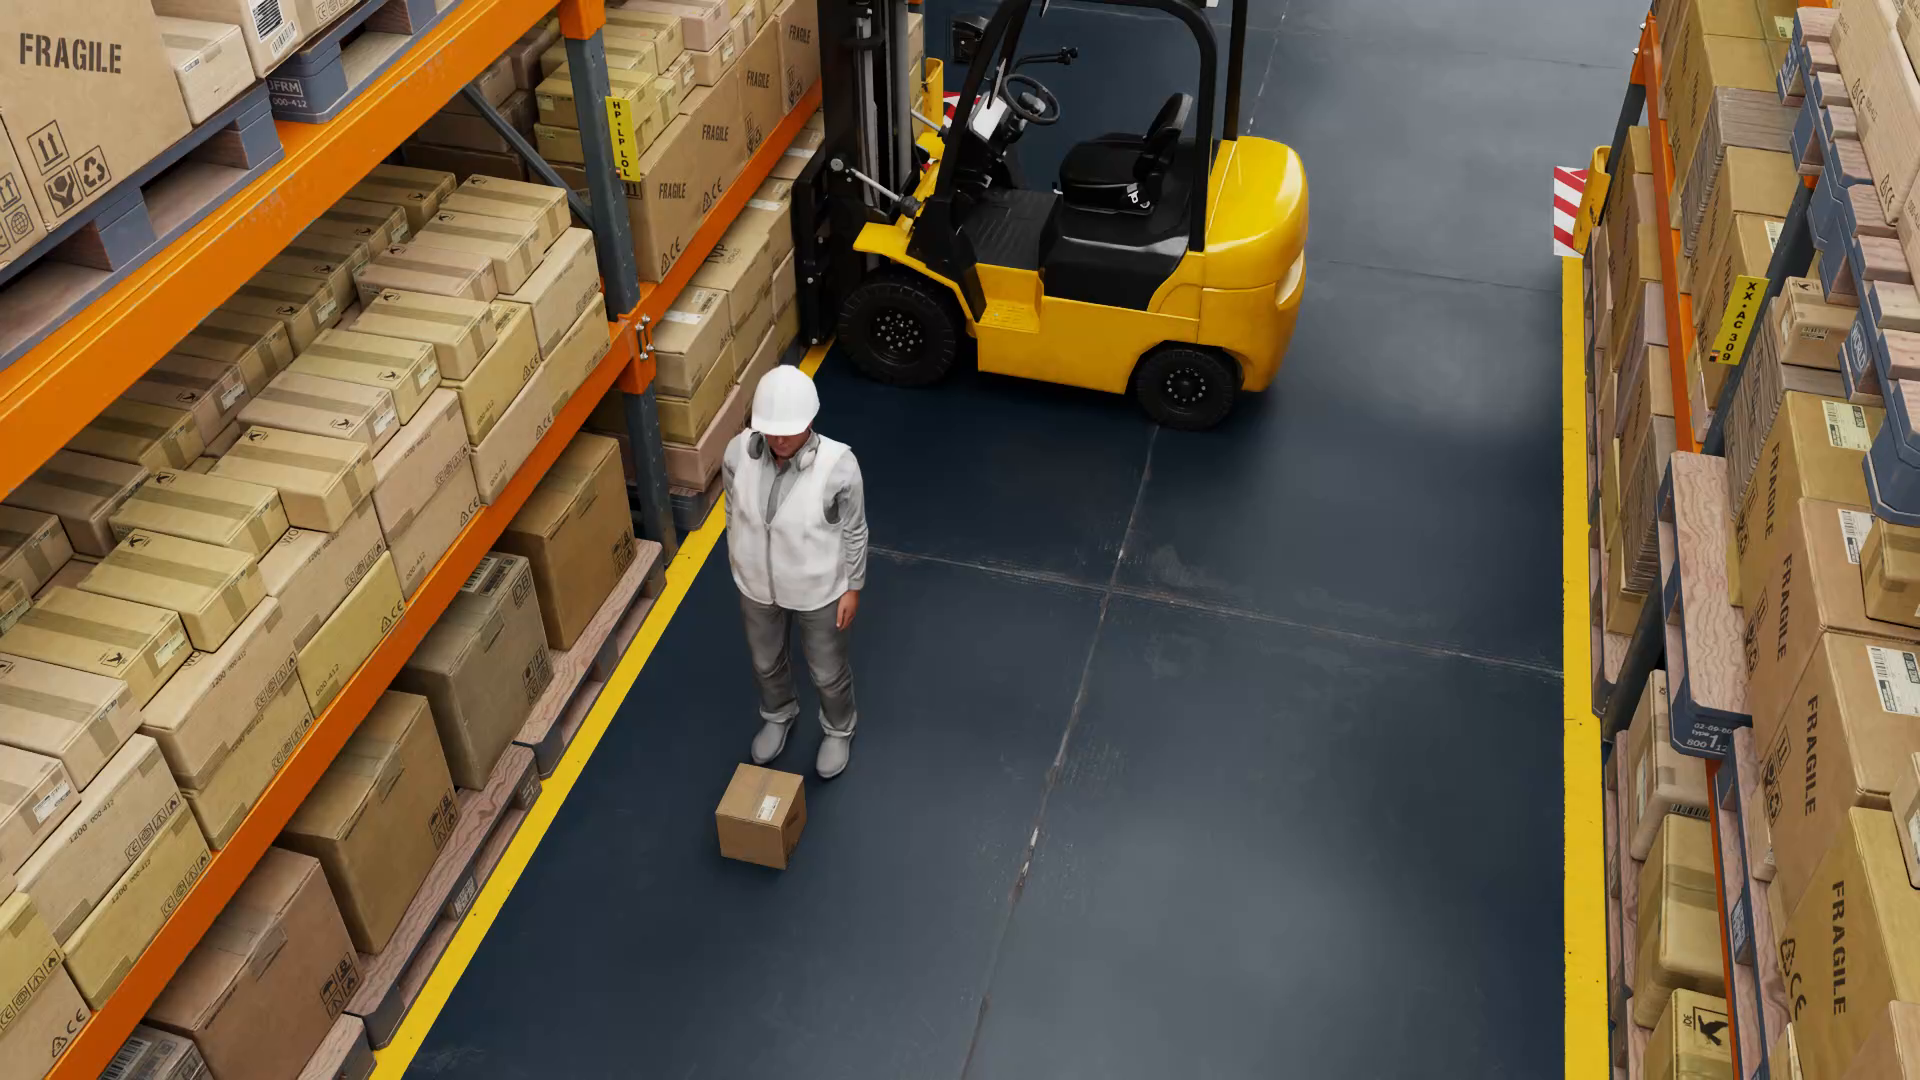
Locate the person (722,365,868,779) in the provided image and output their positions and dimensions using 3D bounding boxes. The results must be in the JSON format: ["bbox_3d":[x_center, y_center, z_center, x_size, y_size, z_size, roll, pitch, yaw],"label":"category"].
[{"bbox_3d":[-0.585,0.140,5.980,0.531,1.767,0.359,11,42,12],"label":"person"}]
